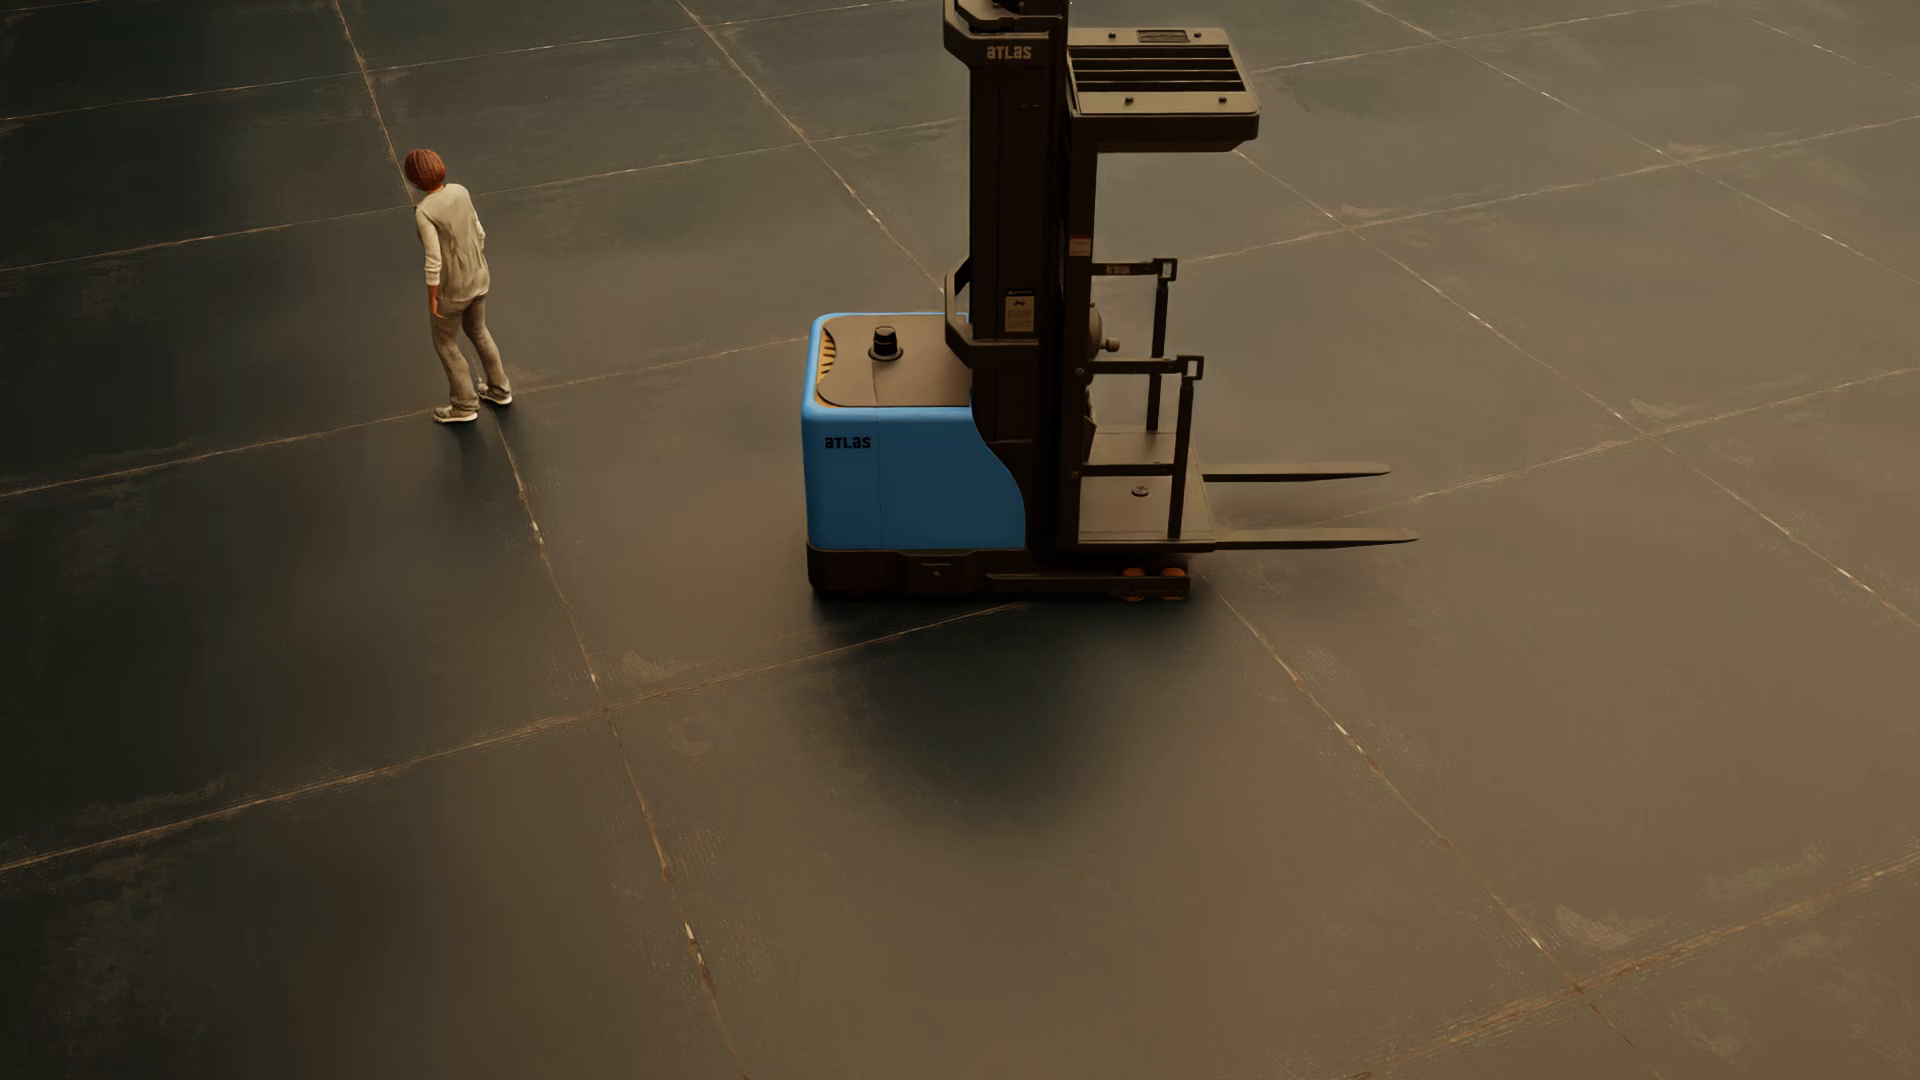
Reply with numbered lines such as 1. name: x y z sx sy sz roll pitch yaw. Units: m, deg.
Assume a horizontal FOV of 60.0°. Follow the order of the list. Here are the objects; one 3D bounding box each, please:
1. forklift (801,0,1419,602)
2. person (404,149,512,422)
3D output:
1. forklift: 0.760 -1.200 7.787 3.031 2.935 1.130 0 35 -1
2. person: -2.810 -1.407 9.243 0.369 1.599 0.469 16 38 21
